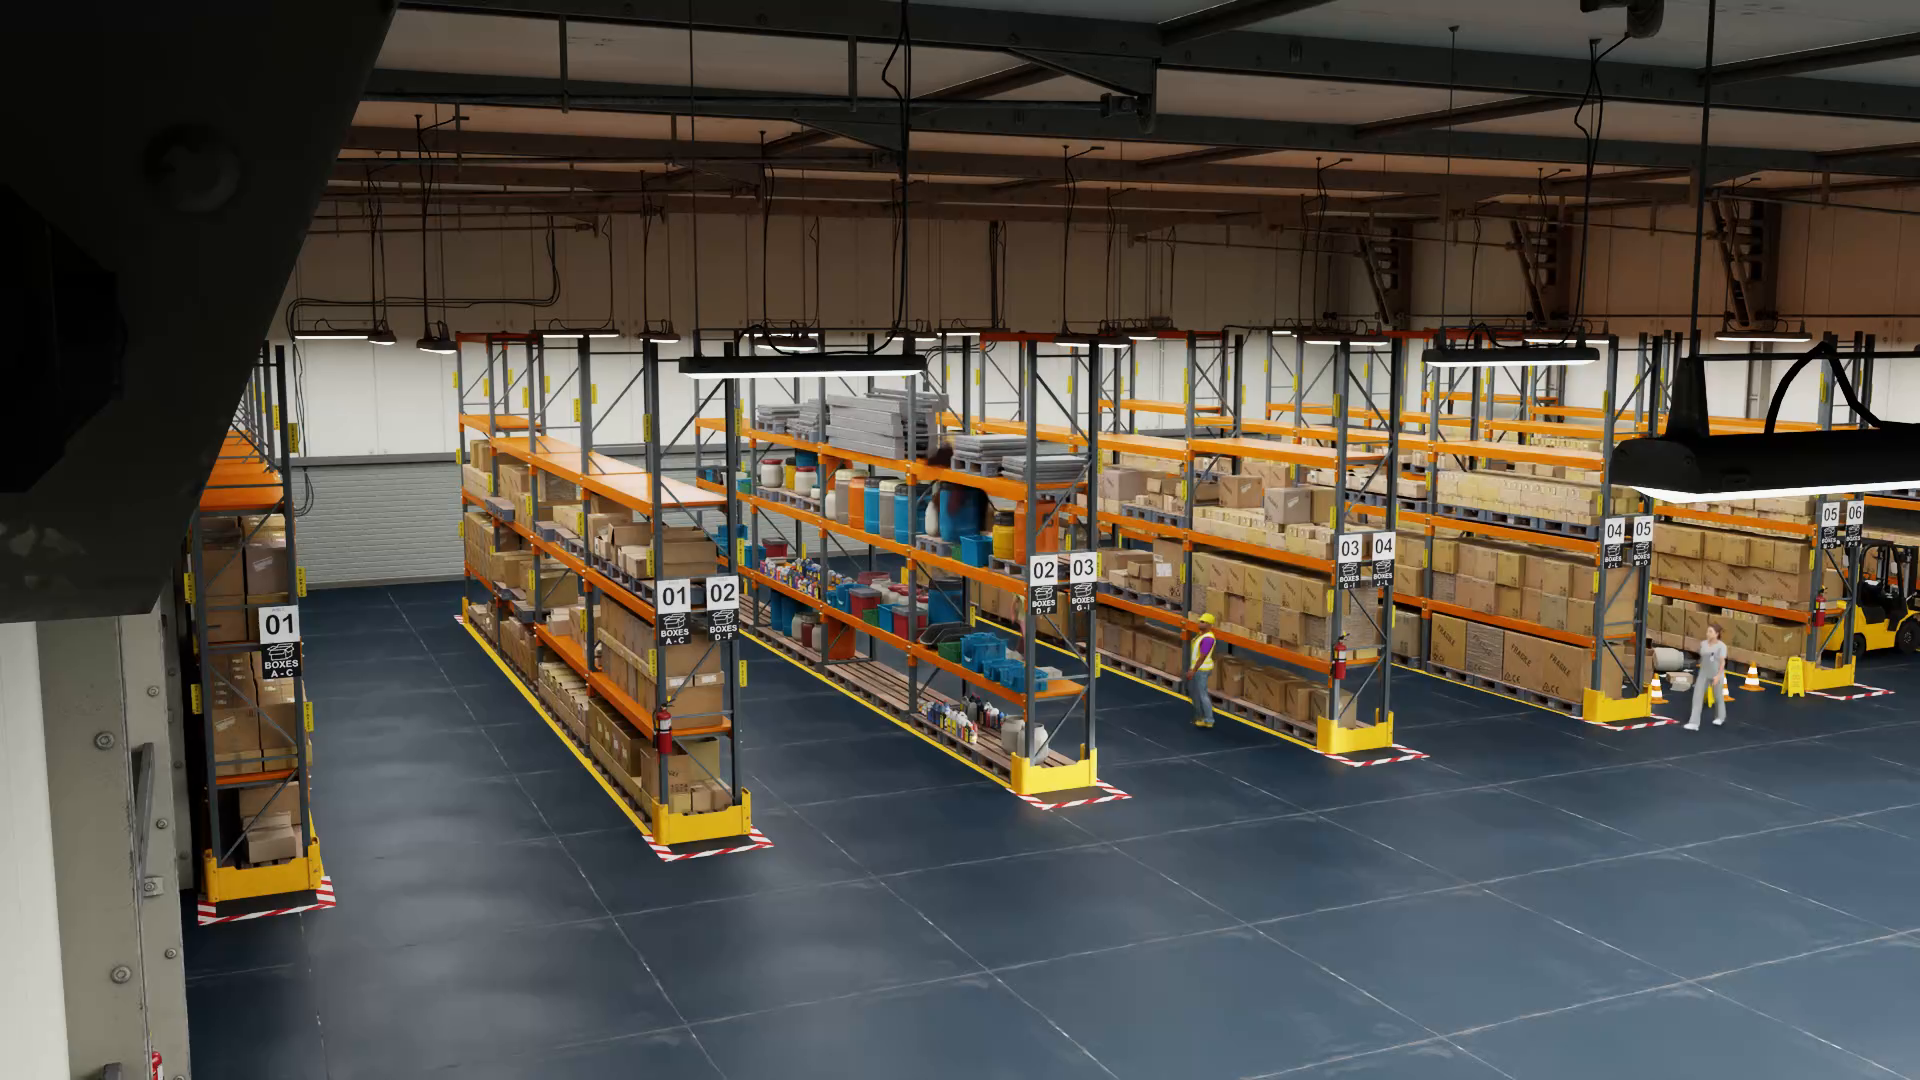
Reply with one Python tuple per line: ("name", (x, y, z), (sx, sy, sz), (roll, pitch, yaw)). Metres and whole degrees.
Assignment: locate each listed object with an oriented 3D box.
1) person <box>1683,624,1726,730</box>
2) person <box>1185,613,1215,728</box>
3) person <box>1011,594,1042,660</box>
("person", (11.480, 2.087, 25.461), (0.447, 1.617, 0.996), (7, 10, 42))
("person", (3.690, 2.032, 25.576), (0.510, 1.818, 0.691), (4, 9, 27))
("person", (1.248, 1.466, 30.213), (0.488, 1.650, 0.982), (-3, 8, -23))
